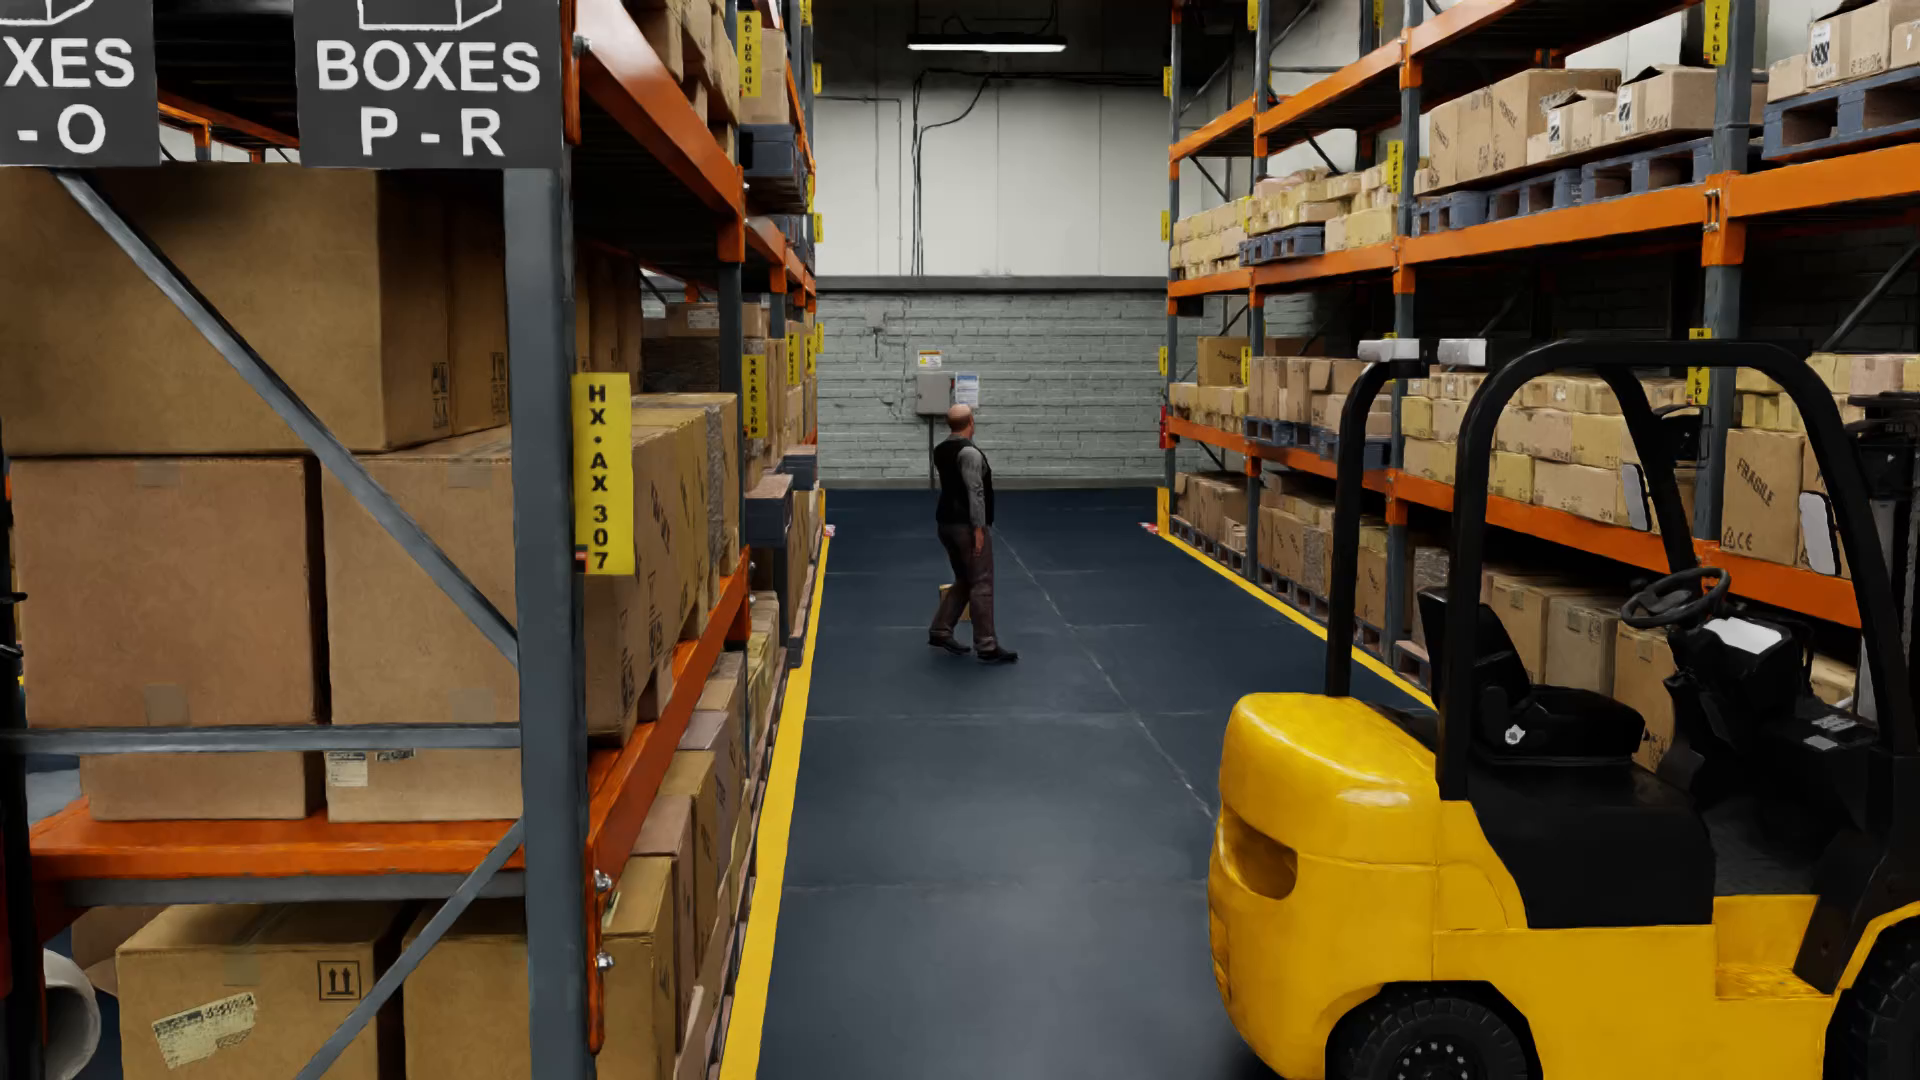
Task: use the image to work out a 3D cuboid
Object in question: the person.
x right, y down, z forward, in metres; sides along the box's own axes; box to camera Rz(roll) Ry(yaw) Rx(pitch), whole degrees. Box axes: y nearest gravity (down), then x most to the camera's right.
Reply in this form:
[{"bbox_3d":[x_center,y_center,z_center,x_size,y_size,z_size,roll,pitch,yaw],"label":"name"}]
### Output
[{"bbox_3d":[0.070,-0.061,11.284,0.477,1.723,0.592,-3,8,-27],"label":"person"}]
